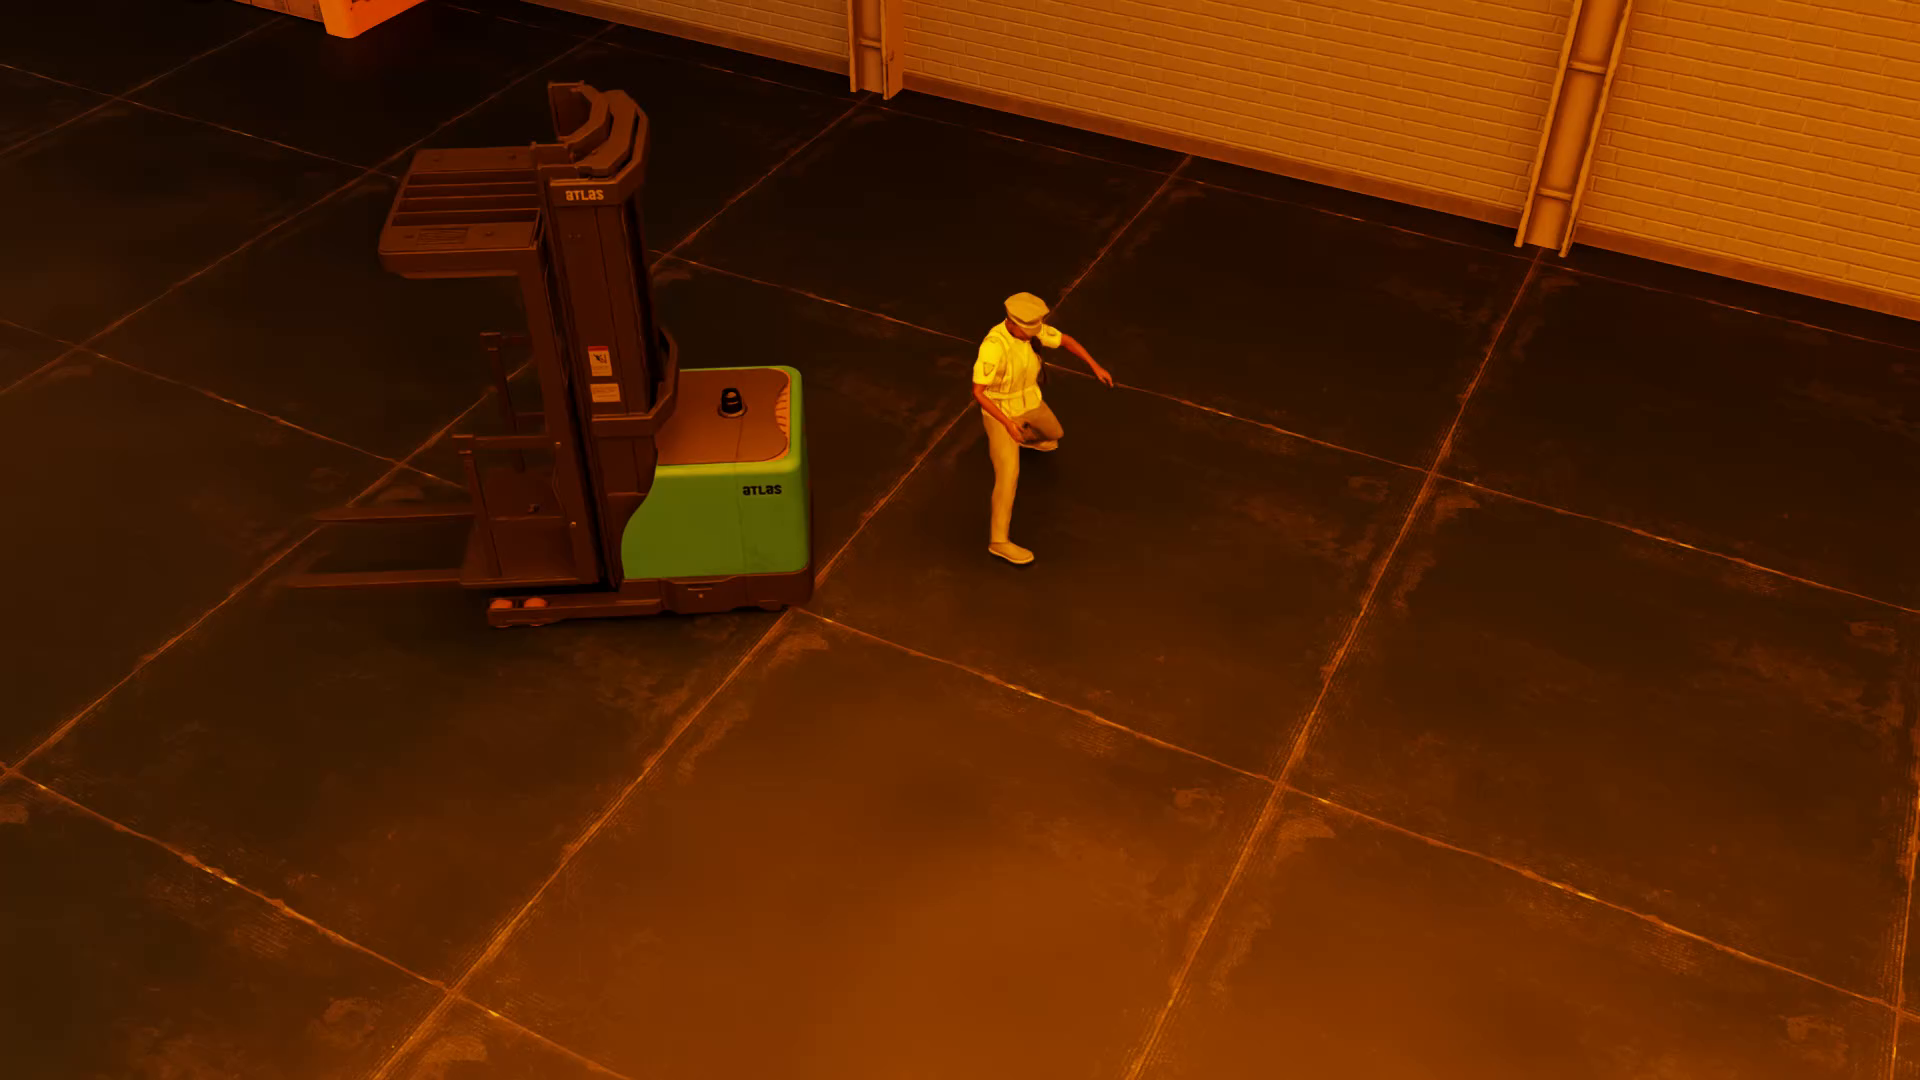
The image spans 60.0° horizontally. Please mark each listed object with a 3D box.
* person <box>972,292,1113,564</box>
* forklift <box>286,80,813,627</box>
[{"bbox_3d":[0.441,-0.803,10.095,1.099,1.493,0.948,-30,48,-30],"label":"person"},{"bbox_3d":[-2.404,-0.967,9.135,3.031,2.935,1.130,-2,40,-3],"label":"forklift"}]
